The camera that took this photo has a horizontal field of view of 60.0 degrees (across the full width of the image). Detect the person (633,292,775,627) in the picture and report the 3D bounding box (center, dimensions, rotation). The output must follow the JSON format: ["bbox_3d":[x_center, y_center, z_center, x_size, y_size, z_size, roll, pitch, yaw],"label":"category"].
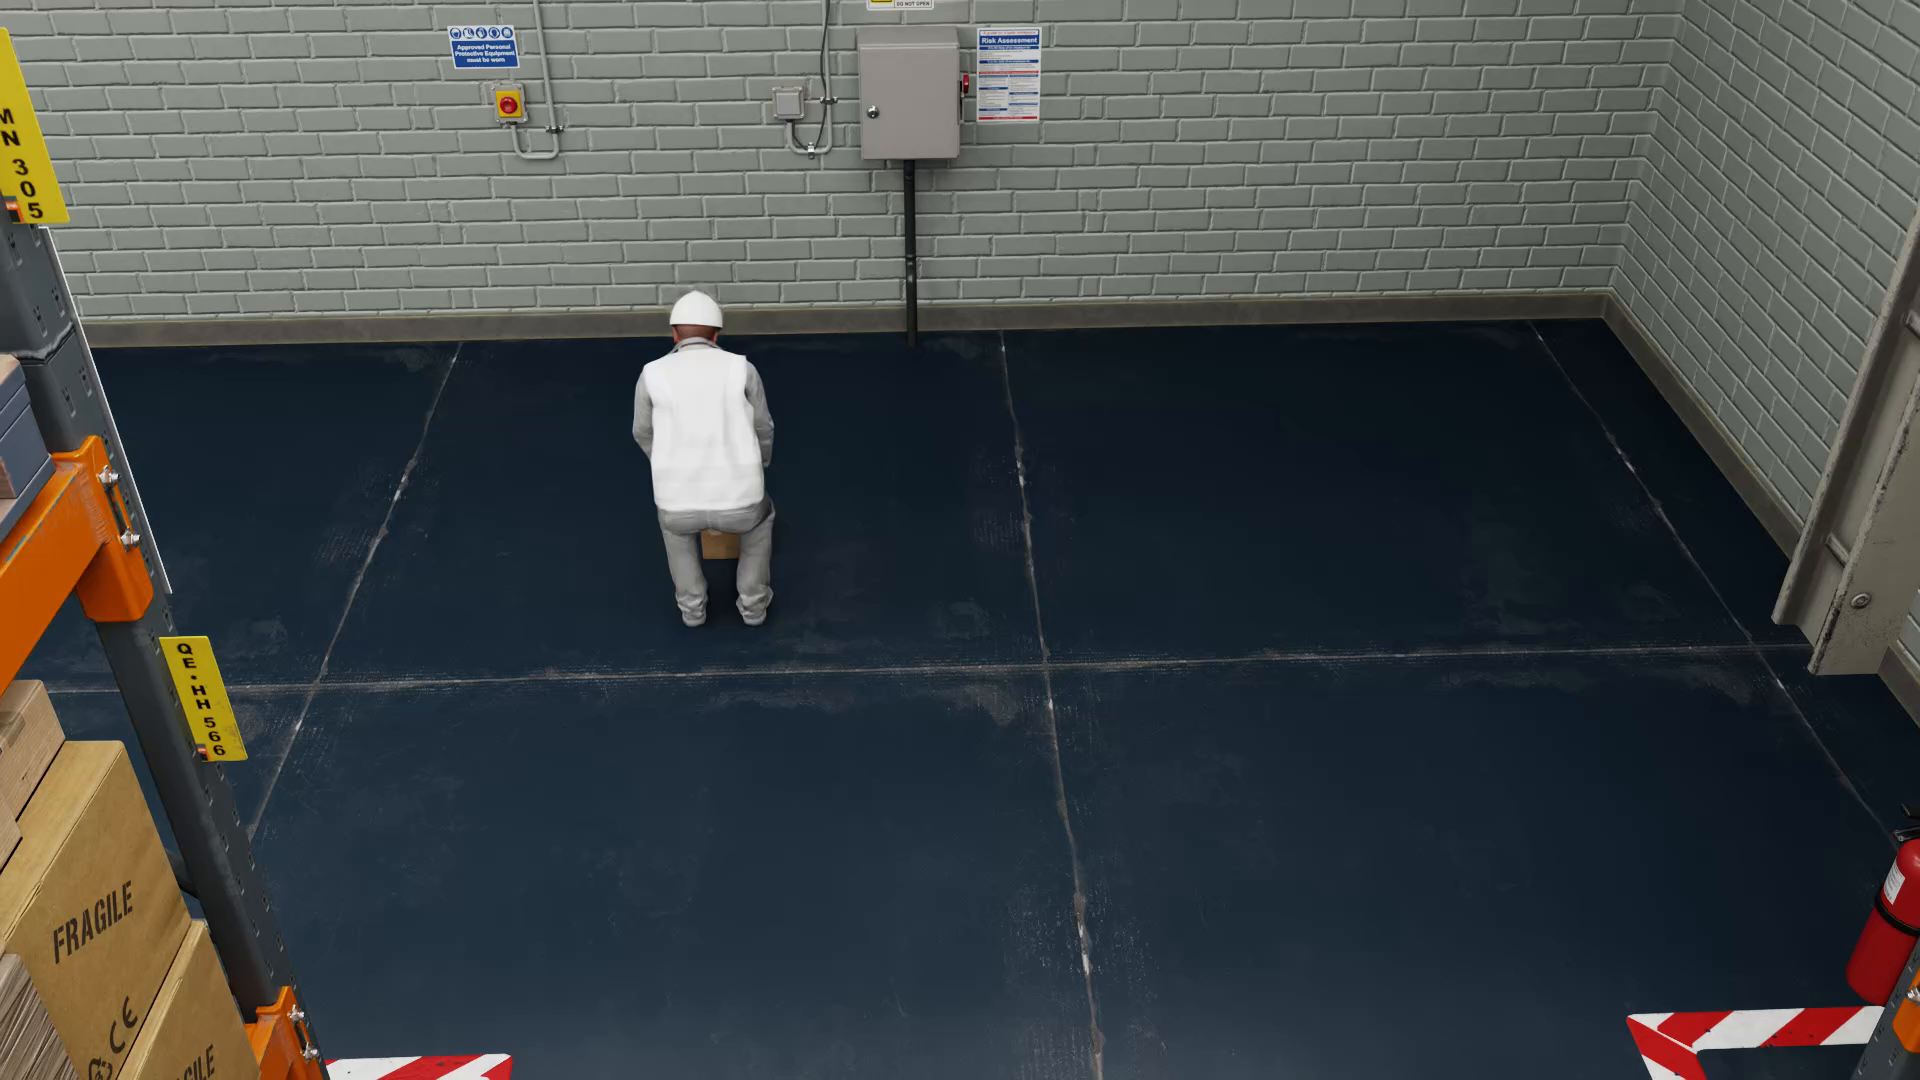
[{"bbox_3d":[-1.067,-0.296,6.935,0.587,1.329,0.812,-1,35,-2],"label":"person"}]
